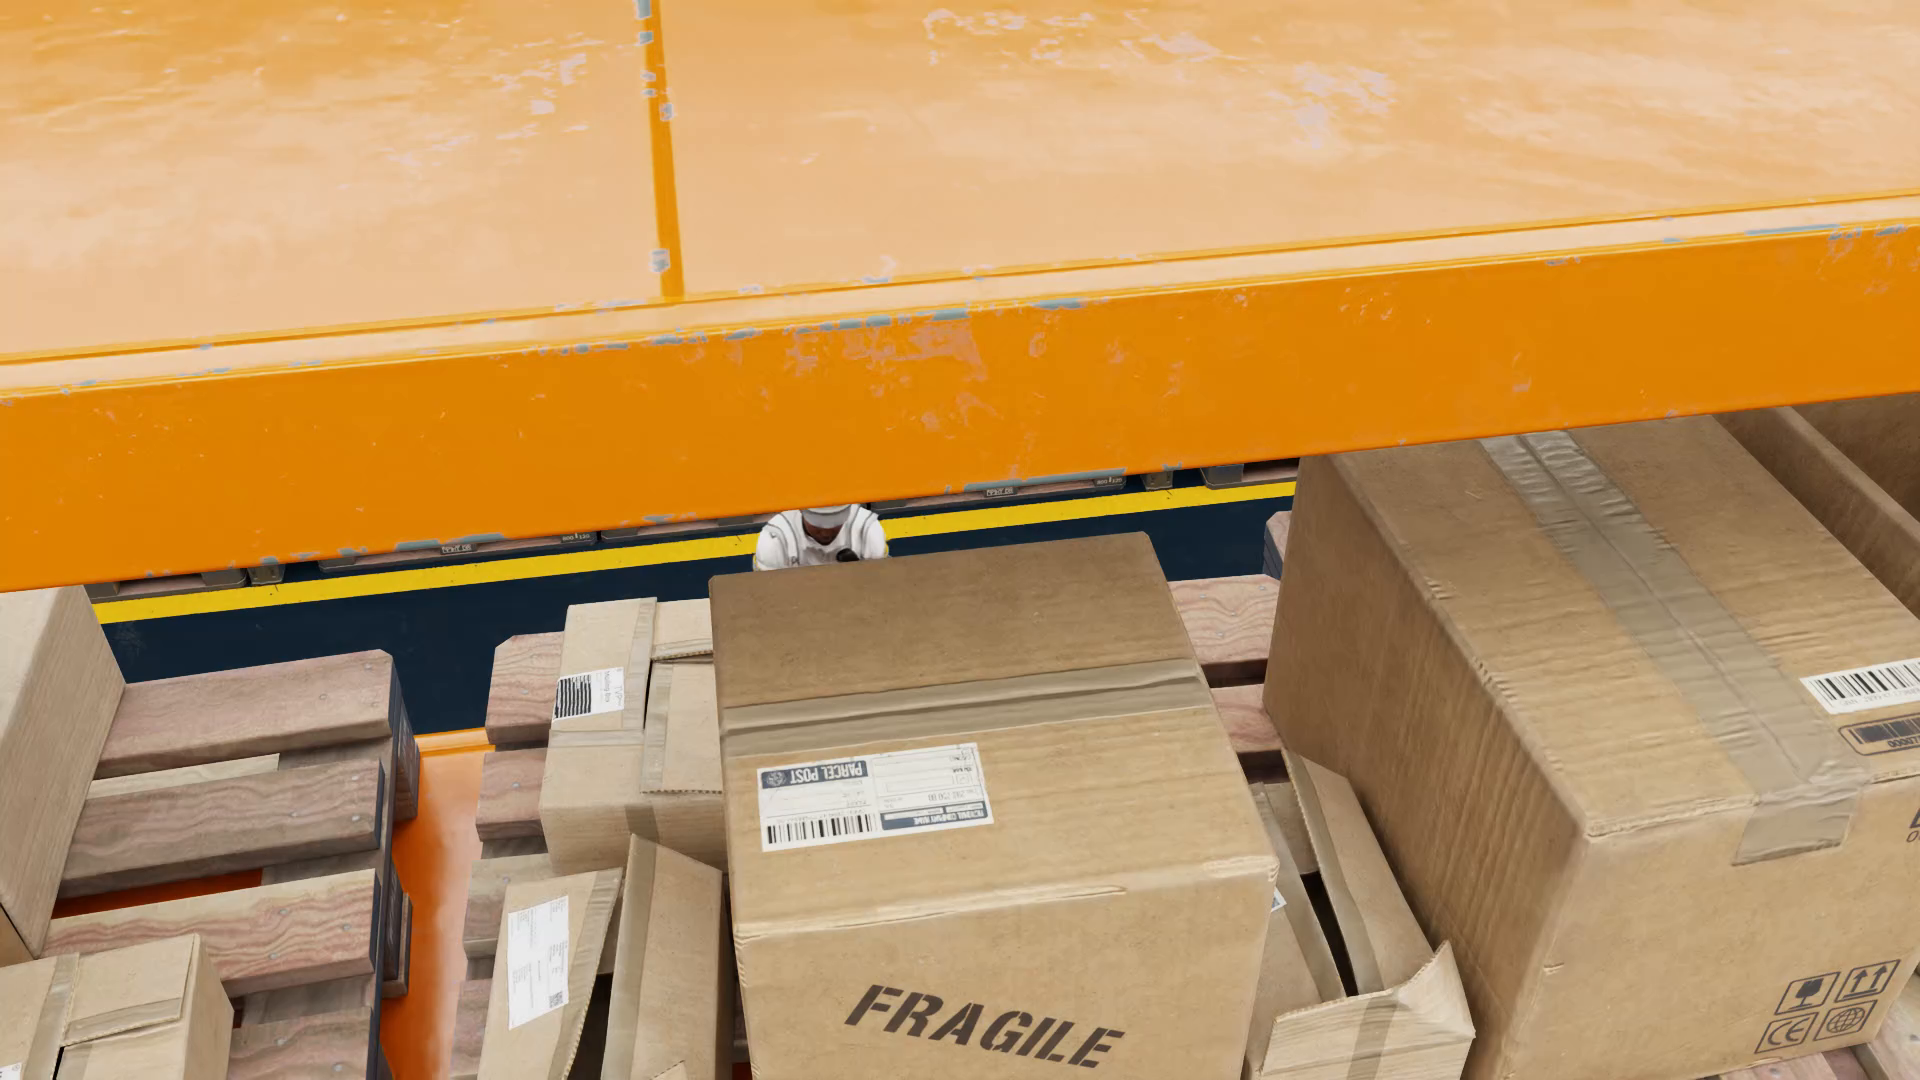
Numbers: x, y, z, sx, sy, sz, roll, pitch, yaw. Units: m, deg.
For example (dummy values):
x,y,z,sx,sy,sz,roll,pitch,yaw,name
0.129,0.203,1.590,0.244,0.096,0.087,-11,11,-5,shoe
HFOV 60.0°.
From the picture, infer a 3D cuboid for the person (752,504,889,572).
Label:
x,y,z,sx,sy,sz,roll,pitch,yaw,name
-0.462,0.386,5.677,0.512,1.657,0.399,-6,39,-7,person
